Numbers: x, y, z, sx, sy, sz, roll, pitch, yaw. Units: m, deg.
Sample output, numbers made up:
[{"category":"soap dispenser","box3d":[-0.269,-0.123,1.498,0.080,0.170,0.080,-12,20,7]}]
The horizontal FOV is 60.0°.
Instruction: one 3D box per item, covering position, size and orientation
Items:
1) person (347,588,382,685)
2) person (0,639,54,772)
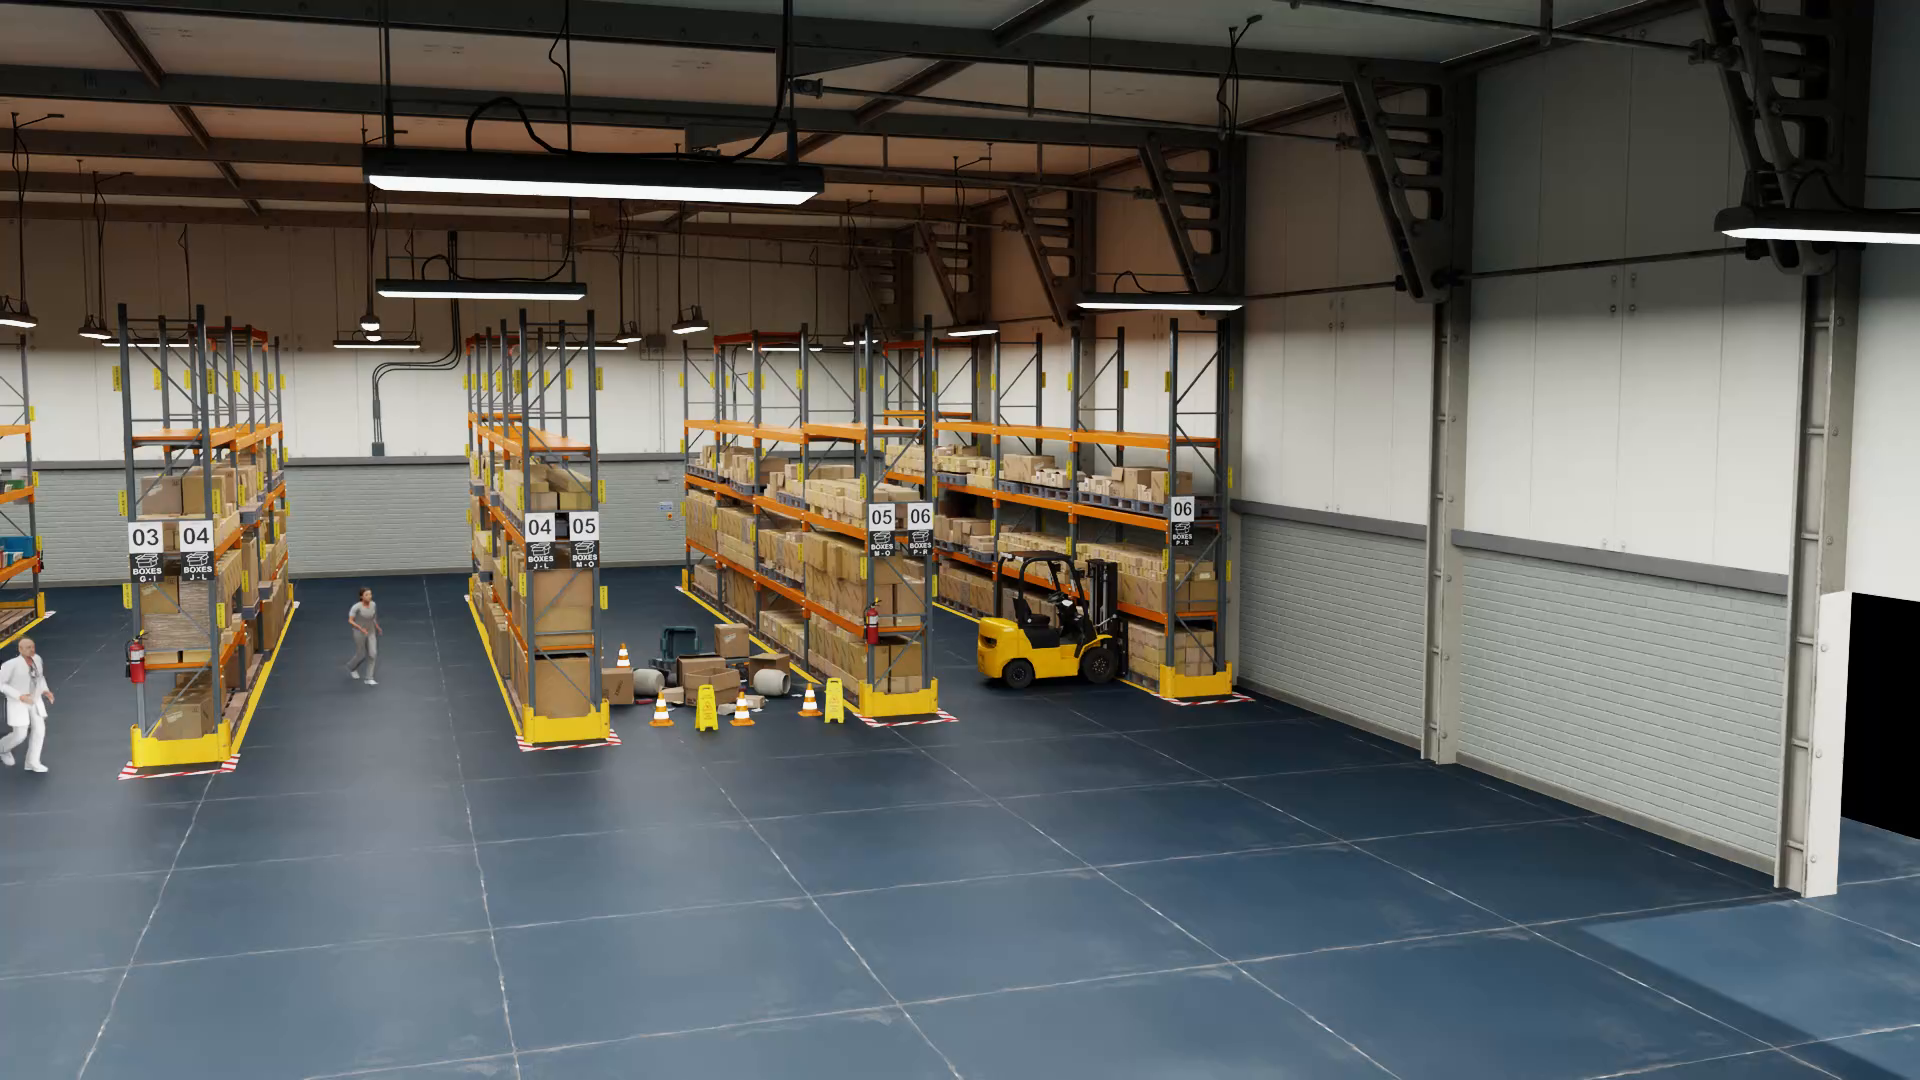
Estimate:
[{"category":"person","box3d":[-9.948,1.581,27.645,0.811,1.624,0.560,5,8,44]},{"category":"person","box3d":[-12.126,2.116,21.423,0.867,1.733,0.707,3,6,27]}]
